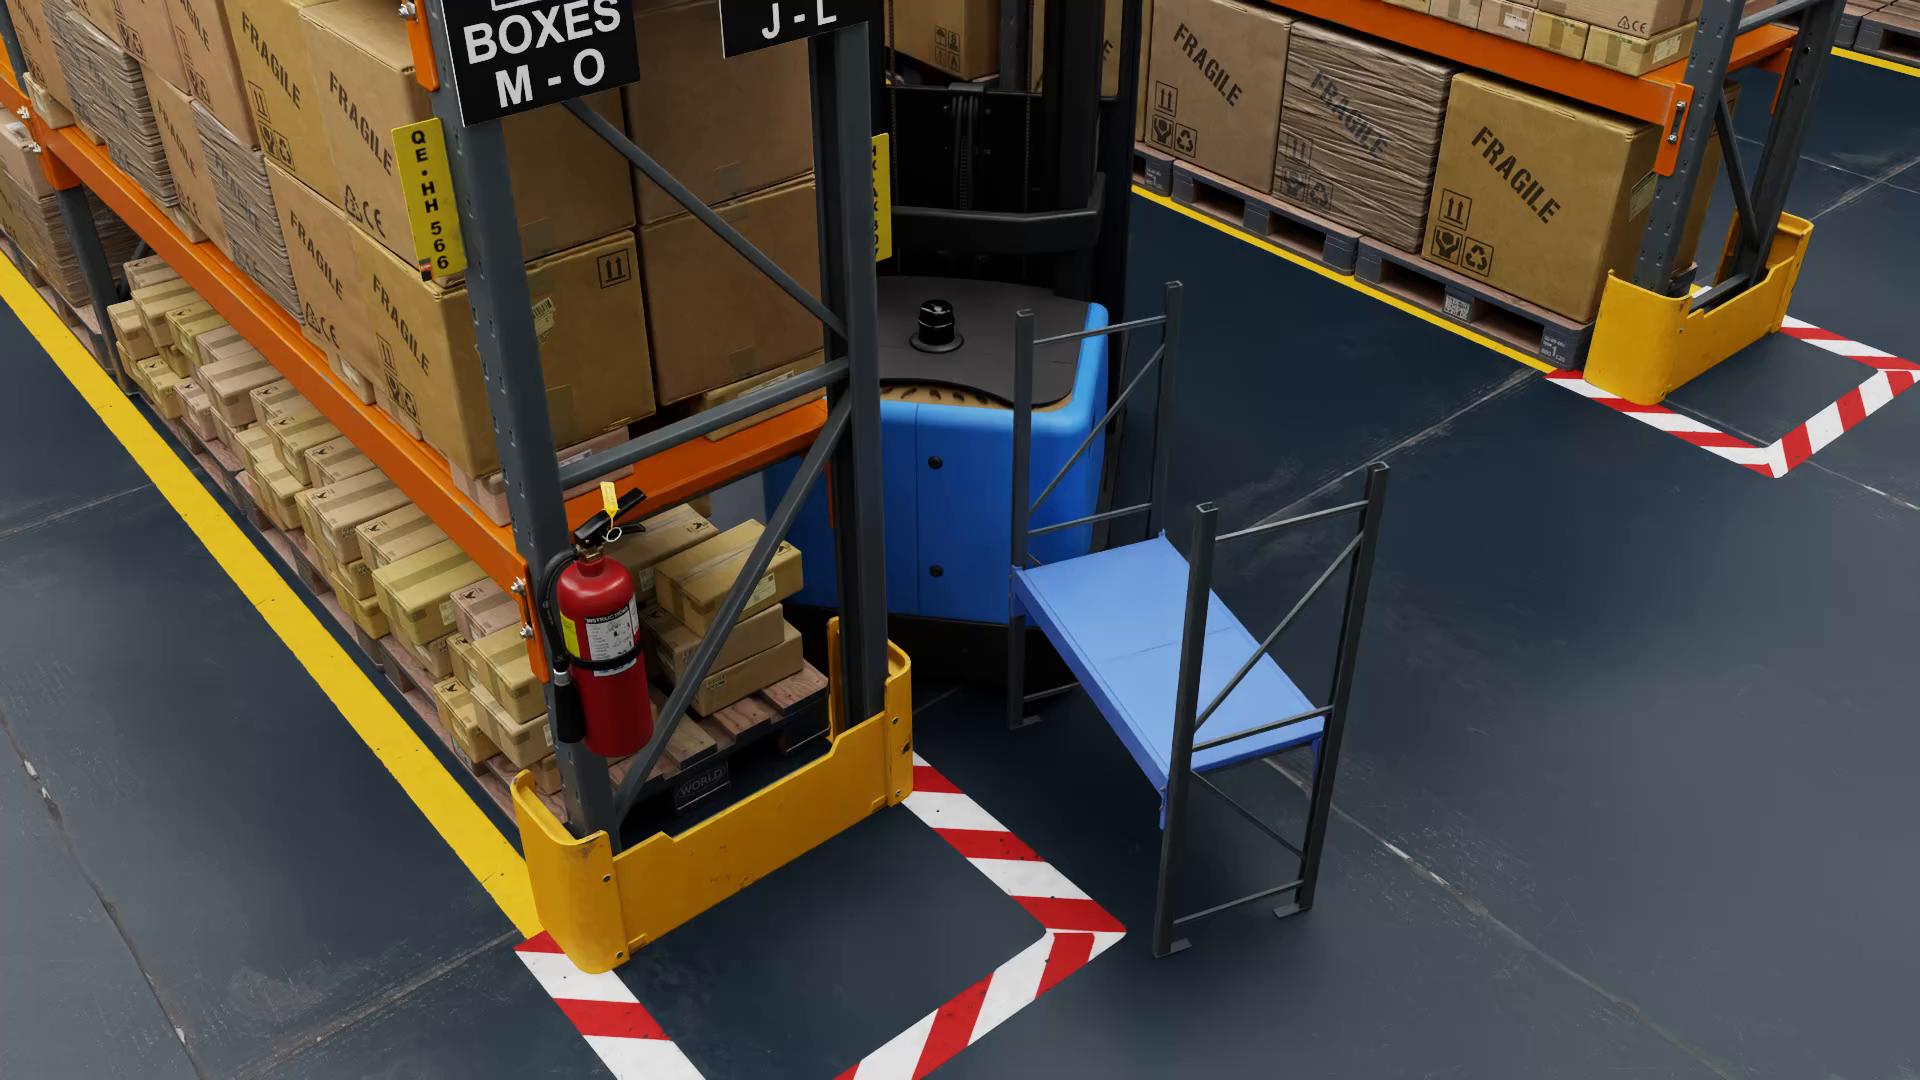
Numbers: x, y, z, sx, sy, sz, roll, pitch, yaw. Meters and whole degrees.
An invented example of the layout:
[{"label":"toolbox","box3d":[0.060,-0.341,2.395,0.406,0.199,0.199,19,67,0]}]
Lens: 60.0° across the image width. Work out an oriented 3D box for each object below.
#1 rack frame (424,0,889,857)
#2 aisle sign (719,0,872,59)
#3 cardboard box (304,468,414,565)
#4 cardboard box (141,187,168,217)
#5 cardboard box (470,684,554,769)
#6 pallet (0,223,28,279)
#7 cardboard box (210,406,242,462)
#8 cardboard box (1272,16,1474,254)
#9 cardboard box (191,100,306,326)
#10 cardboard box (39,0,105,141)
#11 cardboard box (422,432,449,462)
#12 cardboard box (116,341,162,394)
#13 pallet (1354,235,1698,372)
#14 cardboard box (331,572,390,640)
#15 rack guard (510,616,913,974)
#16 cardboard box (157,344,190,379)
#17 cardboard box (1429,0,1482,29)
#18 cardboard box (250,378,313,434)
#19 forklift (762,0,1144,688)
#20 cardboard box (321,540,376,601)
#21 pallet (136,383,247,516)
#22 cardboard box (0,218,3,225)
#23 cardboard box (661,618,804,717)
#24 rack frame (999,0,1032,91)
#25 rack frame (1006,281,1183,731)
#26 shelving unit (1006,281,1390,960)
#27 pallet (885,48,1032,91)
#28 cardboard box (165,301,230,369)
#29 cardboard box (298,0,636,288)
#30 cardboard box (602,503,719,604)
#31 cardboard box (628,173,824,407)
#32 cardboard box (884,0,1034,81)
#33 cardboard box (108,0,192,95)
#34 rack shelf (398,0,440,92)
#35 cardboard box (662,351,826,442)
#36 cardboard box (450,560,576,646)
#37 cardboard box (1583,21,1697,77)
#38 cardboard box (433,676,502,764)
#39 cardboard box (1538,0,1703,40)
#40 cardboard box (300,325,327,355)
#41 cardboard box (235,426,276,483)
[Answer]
[{"label":"rack frame","box3d":[-0.626,-0.276,4.044,1.000,3.000,0.127,-26,43,-32]},{"label":"aisle sign","box3d":[-0.350,-1.417,3.406,0.394,0.787,0.004,-26,43,-32]},{"label":"cardboard box","box3d":[-1.878,-0.101,5.386,0.380,0.149,0.250,-24,42,-30]},{"label":"cardboard box","box3d":[-2.555,-1.250,5.637,0.380,0.149,0.250,-25,42,-31]},{"label":"cardboard box","box3d":[-1.185,0.468,4.840,0.380,0.149,0.250,-27,44,-33]},{"label":"pallet","box3d":[-4.502,-1.786,8.590,1.003,0.211,1.213,-26,43,-32]},{"label":"cardboard box","box3d":[-2.644,-0.468,6.419,0.380,0.149,0.250,-27,43,-33]},{"label":"cardboard box","box3d":[2.167,-2.040,8.010,0.875,0.875,0.875,-26,43,-32]},{"label":"cardboard box","box3d":[-1.776,-0.990,4.709,0.500,0.500,0.500,-26,43,-32]},{"label":"cardboard box","box3d":[-2.756,-1.676,5.677,0.500,0.500,0.500,-26,43,-32]},{"label":"cardboard box","box3d":[-1.184,-0.336,4.346,0.380,0.149,0.250,-26,43,-32]},{"label":"cardboard box","box3d":[-3.218,-0.769,6.844,0.380,0.149,0.250,-28,44,-34]},{"label":"pallet","box3d":[2.652,-1.267,7.857,1.003,0.211,1.213,-26,43,-32]},{"label":"cardboard box","box3d":[-1.855,0.143,5.555,0.380,0.149,0.250,-28,44,-34]},{"label":"rack guard","box3d":[-0.675,0.710,4.814,1.175,0.500,0.348,-26,43,-32]},{"label":"cardboard box","box3d":[-2.986,-0.814,6.650,0.380,0.149,0.250,-26,43,-31]},{"label":"cardboard box","box3d":[2.255,-2.350,7.190,0.380,0.149,0.250,-25,42,-31]},{"label":"cardboard box","box3d":[-2.284,-0.488,5.932,0.380,0.149,0.250,-28,44,-34]},{"label":"forklift","box3d":[0.095,-1.555,5.910,1.130,2.935,3.031,5,36,7]},{"label":"cardboard box","box3d":[-1.865,0.015,5.479,0.380,0.149,0.250,-25,42,-31]},{"label":"pallet","box3d":[-2.747,-0.621,6.944,1.003,0.211,1.213,-26,43,-32]},{"label":"cardboard box","box3d":[-4.536,-1.881,8.110,0.500,0.500,0.500,-27,43,-33]},{"label":"cardboard box","box3d":[-0.720,0.365,5.242,0.380,0.149,0.250,-25,42,-31]},{"label":"rack frame","box3d":[0.647,-3.847,9.087,1.000,3.000,0.127,-26,43,-32]},{"label":"rack frame","box3d":[0.389,-0.056,5.032,0.500,1.500,0.032,-13,37,-18]},{"label":"shelving unit","box3d":[0.580,0.216,4.648,0.538,1.500,1.048,-13,37,-18]},{"label":"pallet","box3d":[0.091,-3.022,10.334,1.003,0.211,1.213,-26,43,-32]},{"label":"cardboard box","box3d":[-2.810,-0.826,6.410,0.380,0.149,0.250,-27,43,-32]},{"label":"cardboard box","box3d":[-1.111,-0.956,3.795,0.500,0.500,0.500,-27,43,-33]},{"label":"cardboard box","box3d":[-0.974,0.038,5.189,0.380,0.149,0.250,-25,42,-31]},{"label":"cardboard box","box3d":[-0.705,-0.740,4.355,0.500,0.500,0.500,-24,42,-30]},{"label":"cardboard box","box3d":[0.218,-3.427,9.968,1.225,0.875,0.875,-26,43,-32]},{"label":"cardboard box","box3d":[-2.125,-1.638,4.758,0.500,0.500,0.500,-28,44,-33]},{"label":"rack shelf","box3d":[-1.917,-2.090,4.632,1.077,0.370,4.000,-26,43,-32]},{"label":"cardboard box","box3d":[-0.585,-0.439,4.492,0.380,0.149,0.250,-26,43,-32]},{"label":"cardboard box","box3d":[-1.280,0.202,4.959,0.380,0.149,0.250,-25,42,-31]},{"label":"cardboard box","box3d":[2.747,-2.013,6.715,0.380,0.149,0.250,-25,42,-31]},{"label":"cardboard box","box3d":[-1.368,0.486,5.072,0.380,0.149,0.250,-25,42,-30]},{"label":"cardboard box","box3d":[2.713,-2.257,6.713,0.500,0.250,0.500,-27,43,-32]},{"label":"cardboard box","box3d":[-1.688,-0.672,4.821,0.380,0.149,0.250,-28,44,-34]},{"label":"cardboard box","box3d":[-2.355,-0.334,5.972,0.380,0.149,0.250,-26,43,-32]}]
